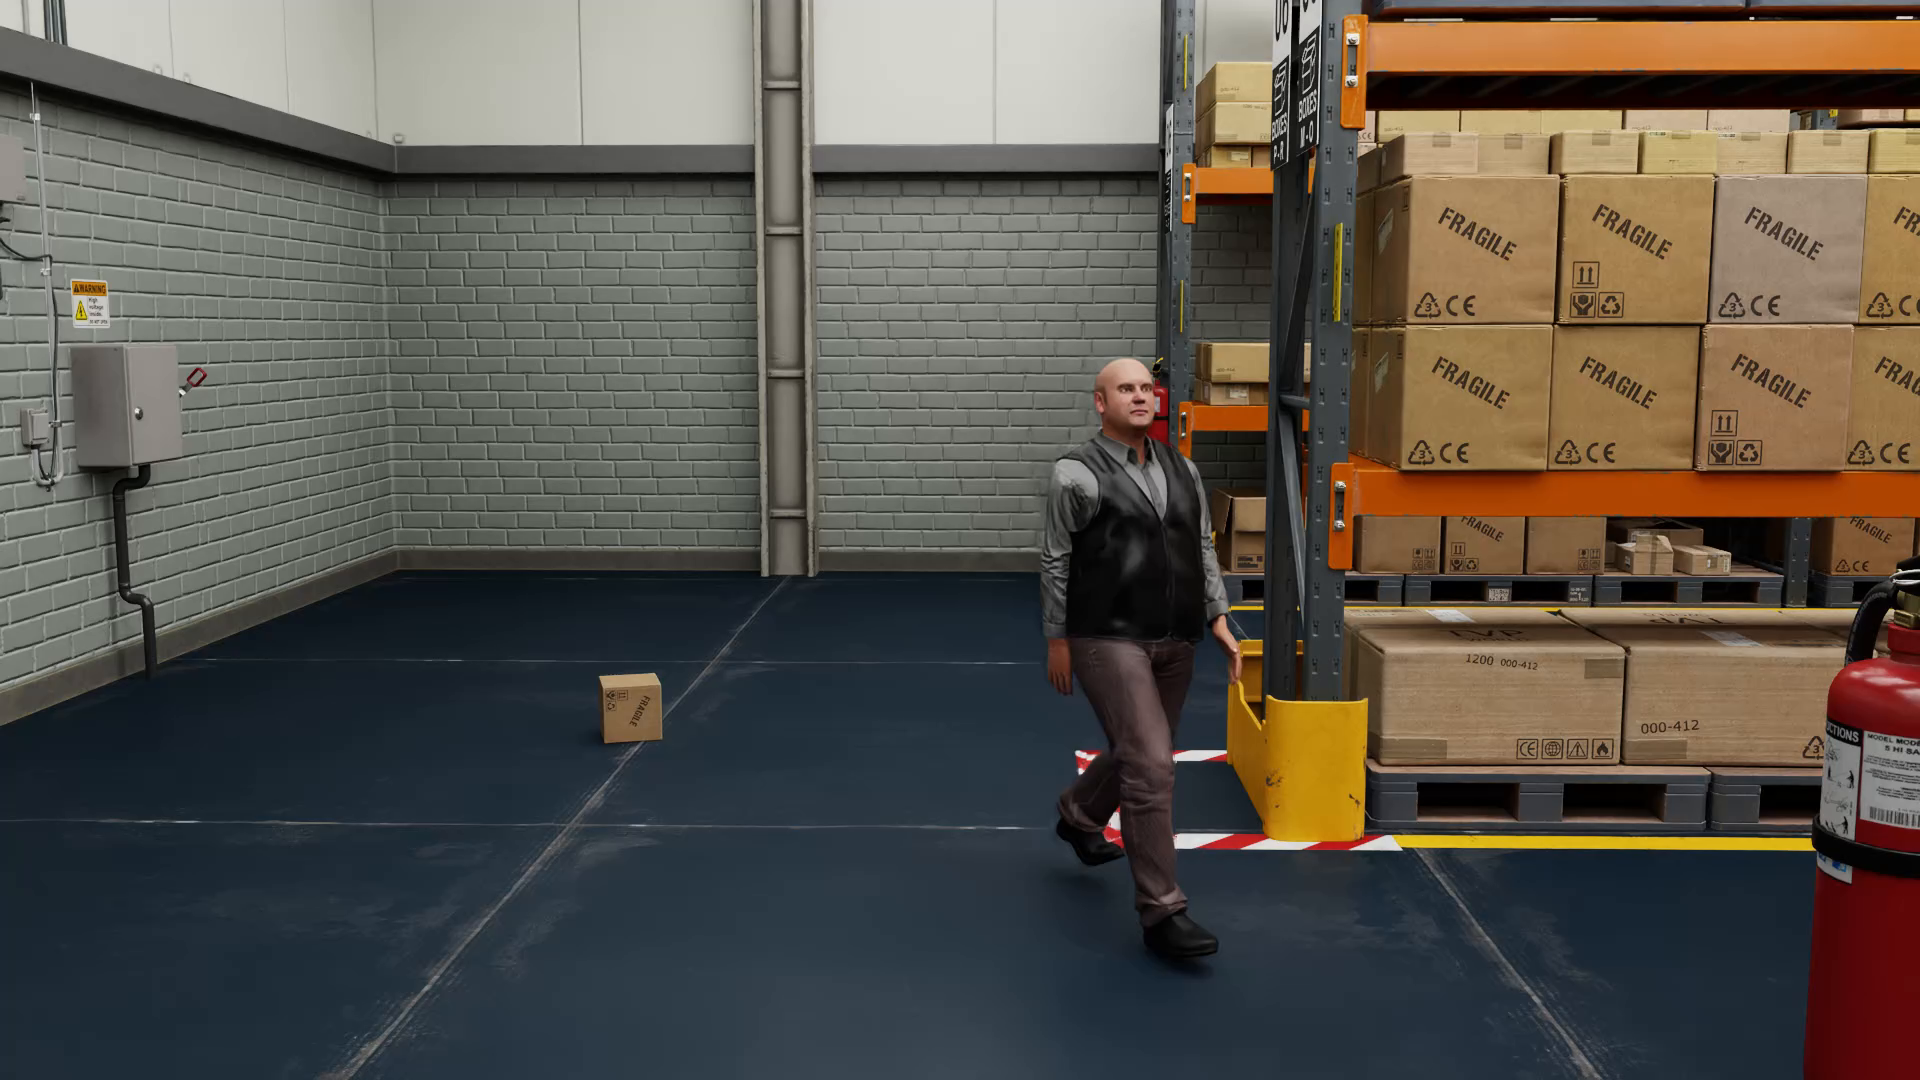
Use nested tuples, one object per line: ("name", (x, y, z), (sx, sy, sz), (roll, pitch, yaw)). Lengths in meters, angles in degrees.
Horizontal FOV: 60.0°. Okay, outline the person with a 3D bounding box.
("person", (0.538, 0.302, 4.974), (0.534, 1.679, 0.998), (-4, 8, -31))
